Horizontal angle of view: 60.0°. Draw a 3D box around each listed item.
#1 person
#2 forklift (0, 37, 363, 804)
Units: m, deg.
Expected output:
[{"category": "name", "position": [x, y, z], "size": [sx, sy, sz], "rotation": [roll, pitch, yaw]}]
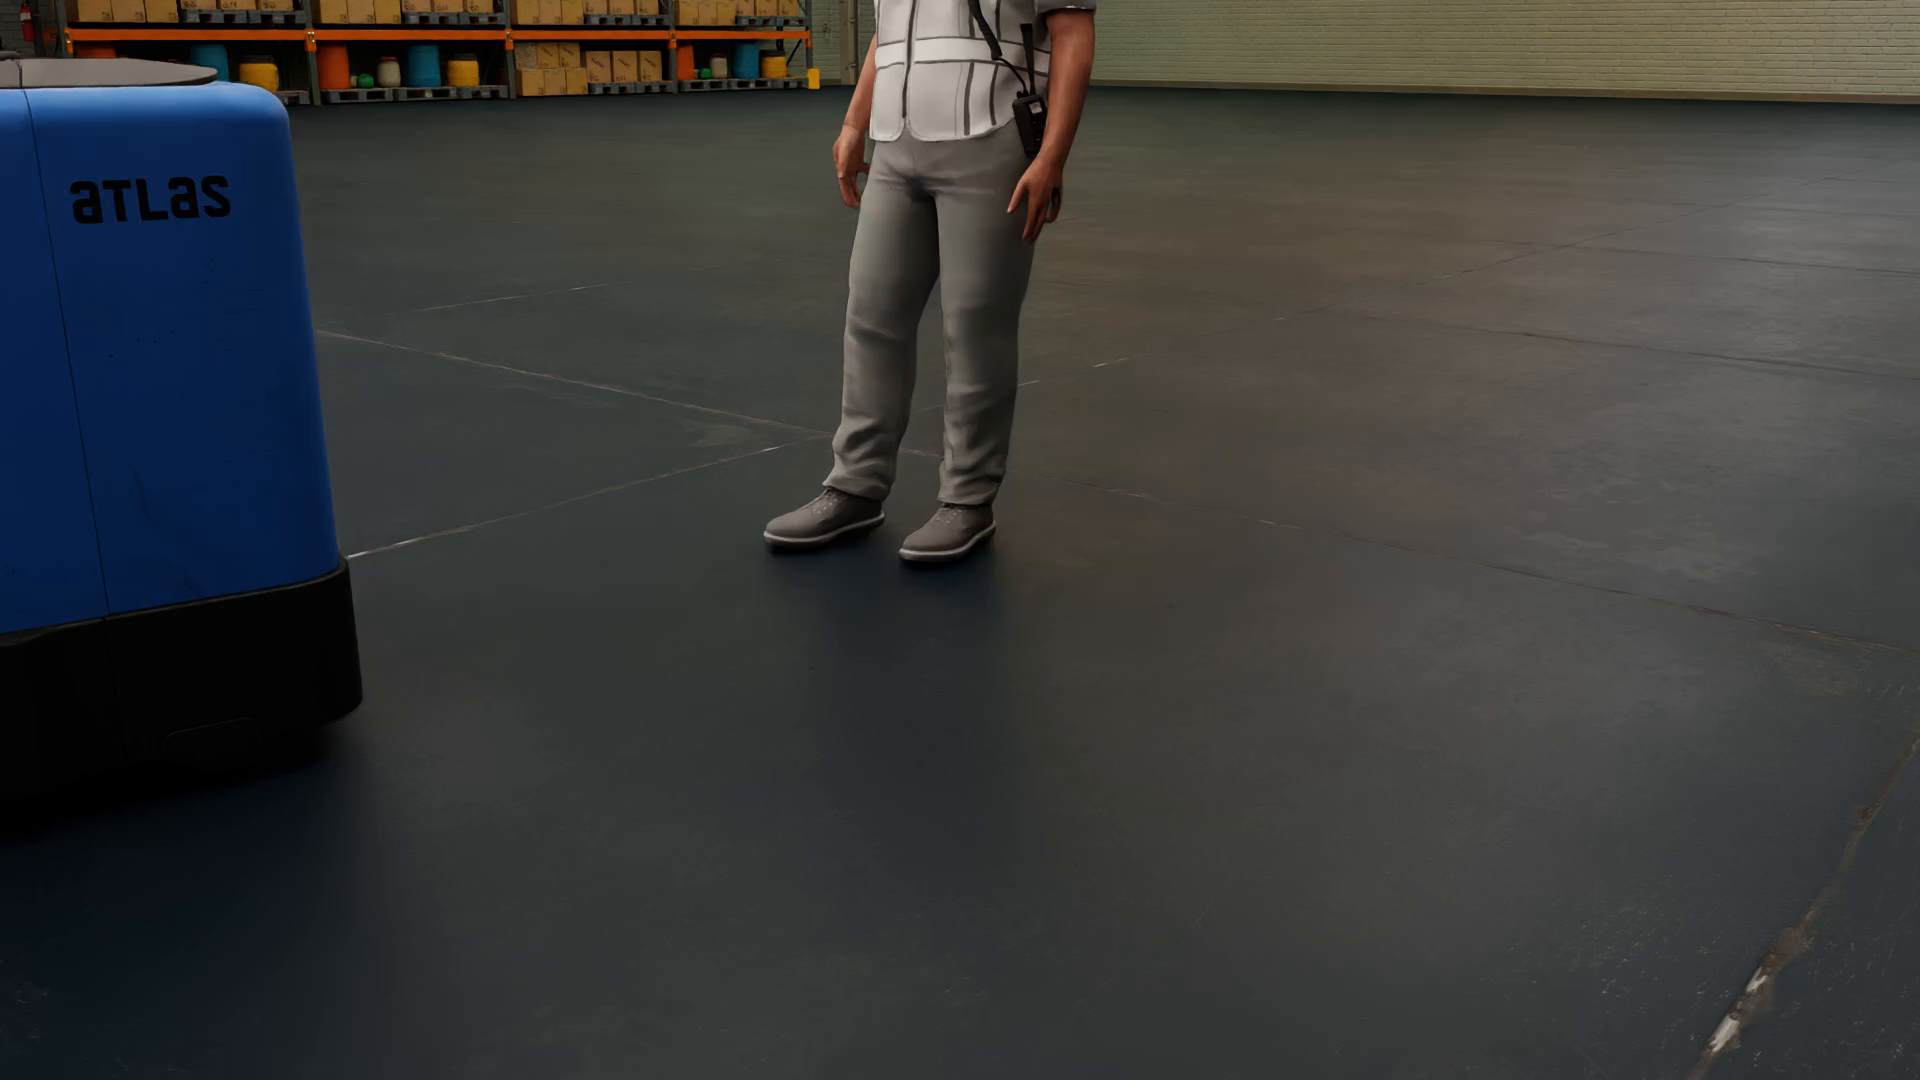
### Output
[{"category": "person", "position": [-0.059, -0.845, 3.630], "size": [0.641, 1.780, 0.574], "rotation": [13, 21, 37]}, {"category": "forklift", "position": [-2.510, -0.926, 1.948], "size": [3.031, 2.935, 1.130], "rotation": [-11, 20, -33]}]
